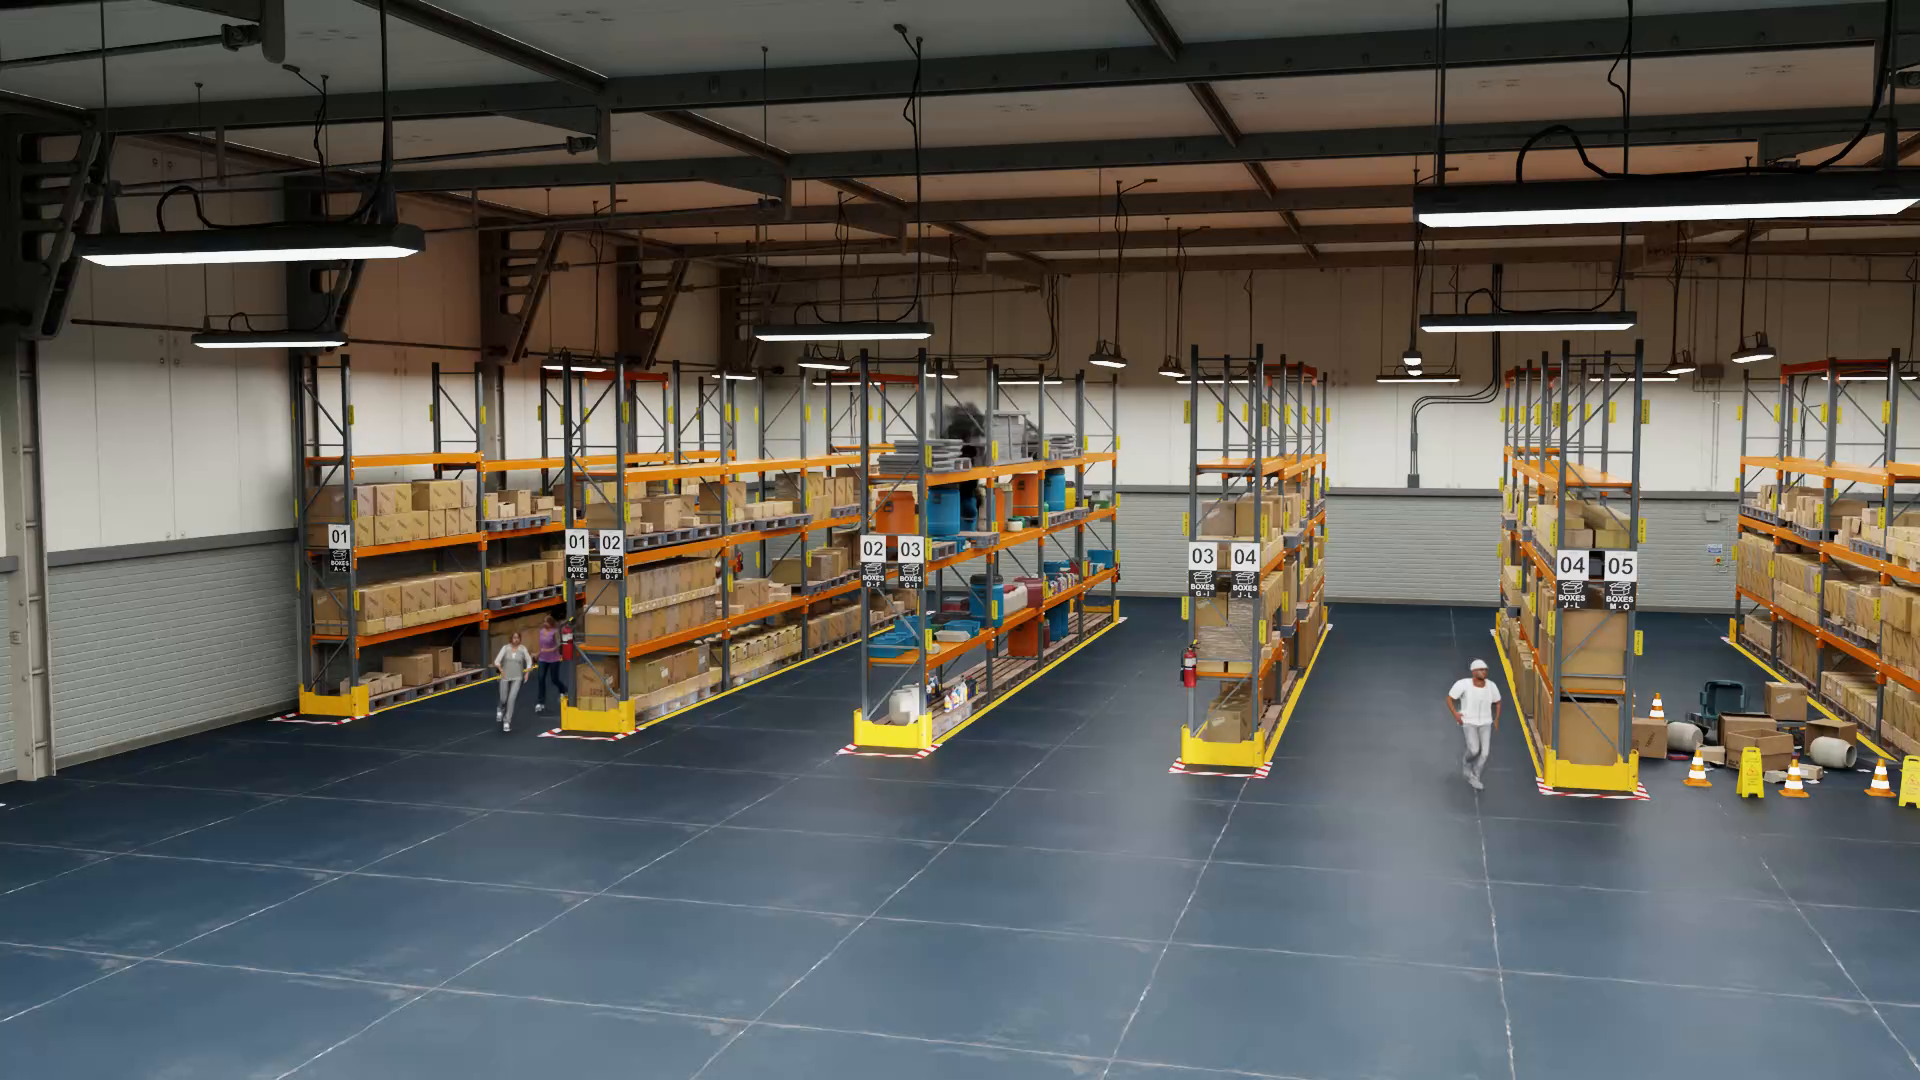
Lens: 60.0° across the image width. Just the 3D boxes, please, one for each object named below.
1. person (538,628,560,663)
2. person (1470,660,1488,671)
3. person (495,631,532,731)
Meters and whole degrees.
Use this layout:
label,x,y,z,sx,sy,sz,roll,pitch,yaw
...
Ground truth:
label,x,y,z,sx,sy,sz,roll,pitch,yaw
person,-6.982,1.781,28.265,0.549,0.569,0.392,1,4,16
person,6.972,1.693,22.324,0.220,0.165,0.282,0,4,-1
person,-7.146,2.233,26.631,0.584,1.567,0.680,-1,4,-17
